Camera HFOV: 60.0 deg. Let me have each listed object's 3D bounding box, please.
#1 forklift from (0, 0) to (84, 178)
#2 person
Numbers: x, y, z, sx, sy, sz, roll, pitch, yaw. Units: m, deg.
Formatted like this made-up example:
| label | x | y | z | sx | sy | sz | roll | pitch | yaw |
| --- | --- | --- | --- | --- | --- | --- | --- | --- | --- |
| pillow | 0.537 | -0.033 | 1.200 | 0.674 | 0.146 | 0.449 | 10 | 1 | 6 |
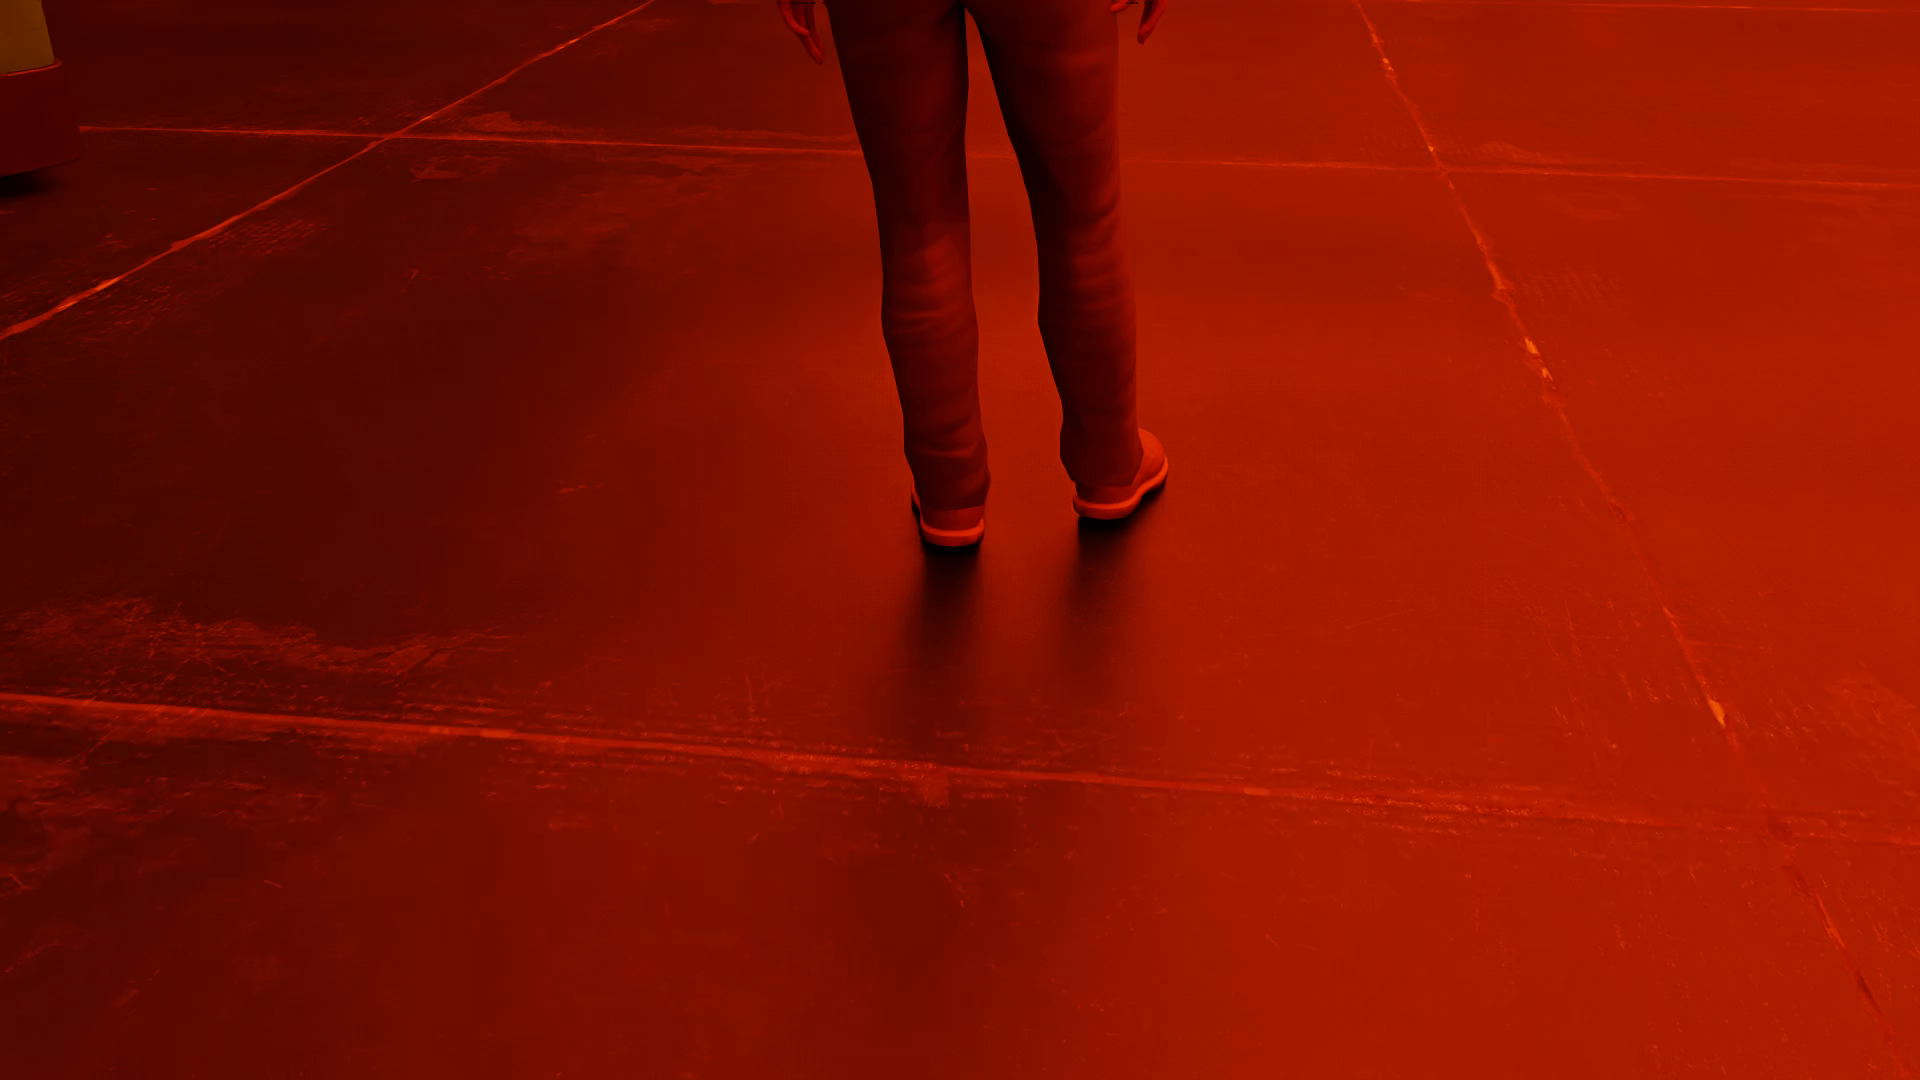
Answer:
| label | x | y | z | sx | sy | sz | roll | pitch | yaw |
| --- | --- | --- | --- | --- | --- | --- | --- | --- | --- |
| forklift | -3.795 | -2.433 | 4.094 | 3.031 | 2.935 | 1.130 | 17 | 31 | 30 |
| person | 0.031 | -0.779 | 2.206 | 0.570 | 1.644 | 0.503 | 3 | 27 | 7 |
